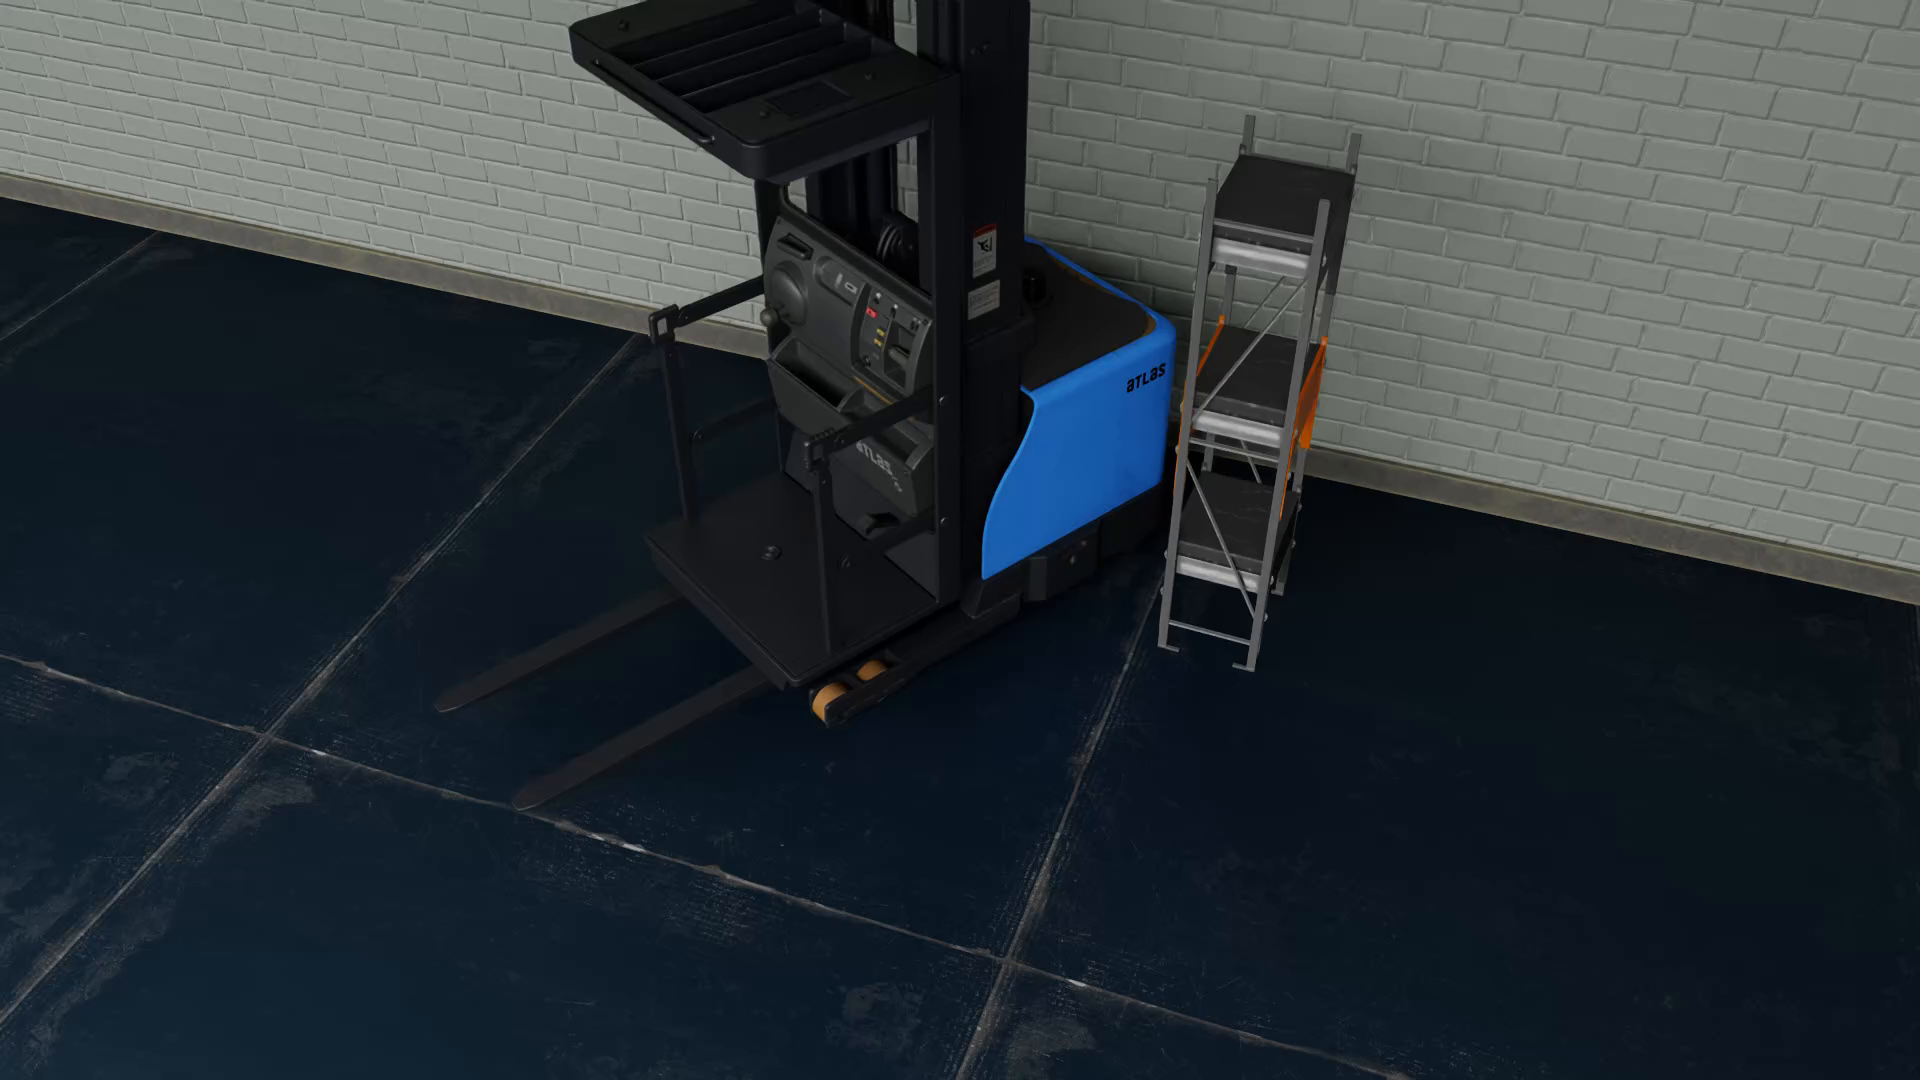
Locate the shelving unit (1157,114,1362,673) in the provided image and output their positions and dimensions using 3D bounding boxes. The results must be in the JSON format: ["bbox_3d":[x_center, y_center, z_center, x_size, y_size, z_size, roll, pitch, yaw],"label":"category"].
[{"bbox_3d":[1.080,-0.470,6.183,0.431,2.100,0.503,15,43,16],"label":"shelving unit"}]

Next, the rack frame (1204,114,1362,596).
[{"bbox_3d":[1.170,-0.617,6.355,0.400,2.100,0.015,15,43,16],"label":"rack frame"}]

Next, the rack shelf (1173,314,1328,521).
[{"bbox_3d":[1.080,-0.459,6.192,0.431,0.518,0.480,15,43,16],"label":"rack shelf"}]

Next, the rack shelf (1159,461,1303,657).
[{"bbox_3d":[1.080,0.073,6.646,0.431,0.518,0.480,15,43,16],"label":"rack shelf"}]

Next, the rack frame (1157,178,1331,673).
[{"bbox_3d":[0.989,-0.322,6.010,0.400,2.100,0.015,15,43,16],"label":"rack frame"}]

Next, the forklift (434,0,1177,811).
[{"bbox_3d":[-0.579,-0.789,5.917,3.031,2.935,1.130,-28,48,-29],"label":"forklift"}]

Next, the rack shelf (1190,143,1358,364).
[{"bbox_3d":[1.080,-0.992,5.737,0.431,0.518,0.480,15,43,16],"label":"rack shelf"}]
